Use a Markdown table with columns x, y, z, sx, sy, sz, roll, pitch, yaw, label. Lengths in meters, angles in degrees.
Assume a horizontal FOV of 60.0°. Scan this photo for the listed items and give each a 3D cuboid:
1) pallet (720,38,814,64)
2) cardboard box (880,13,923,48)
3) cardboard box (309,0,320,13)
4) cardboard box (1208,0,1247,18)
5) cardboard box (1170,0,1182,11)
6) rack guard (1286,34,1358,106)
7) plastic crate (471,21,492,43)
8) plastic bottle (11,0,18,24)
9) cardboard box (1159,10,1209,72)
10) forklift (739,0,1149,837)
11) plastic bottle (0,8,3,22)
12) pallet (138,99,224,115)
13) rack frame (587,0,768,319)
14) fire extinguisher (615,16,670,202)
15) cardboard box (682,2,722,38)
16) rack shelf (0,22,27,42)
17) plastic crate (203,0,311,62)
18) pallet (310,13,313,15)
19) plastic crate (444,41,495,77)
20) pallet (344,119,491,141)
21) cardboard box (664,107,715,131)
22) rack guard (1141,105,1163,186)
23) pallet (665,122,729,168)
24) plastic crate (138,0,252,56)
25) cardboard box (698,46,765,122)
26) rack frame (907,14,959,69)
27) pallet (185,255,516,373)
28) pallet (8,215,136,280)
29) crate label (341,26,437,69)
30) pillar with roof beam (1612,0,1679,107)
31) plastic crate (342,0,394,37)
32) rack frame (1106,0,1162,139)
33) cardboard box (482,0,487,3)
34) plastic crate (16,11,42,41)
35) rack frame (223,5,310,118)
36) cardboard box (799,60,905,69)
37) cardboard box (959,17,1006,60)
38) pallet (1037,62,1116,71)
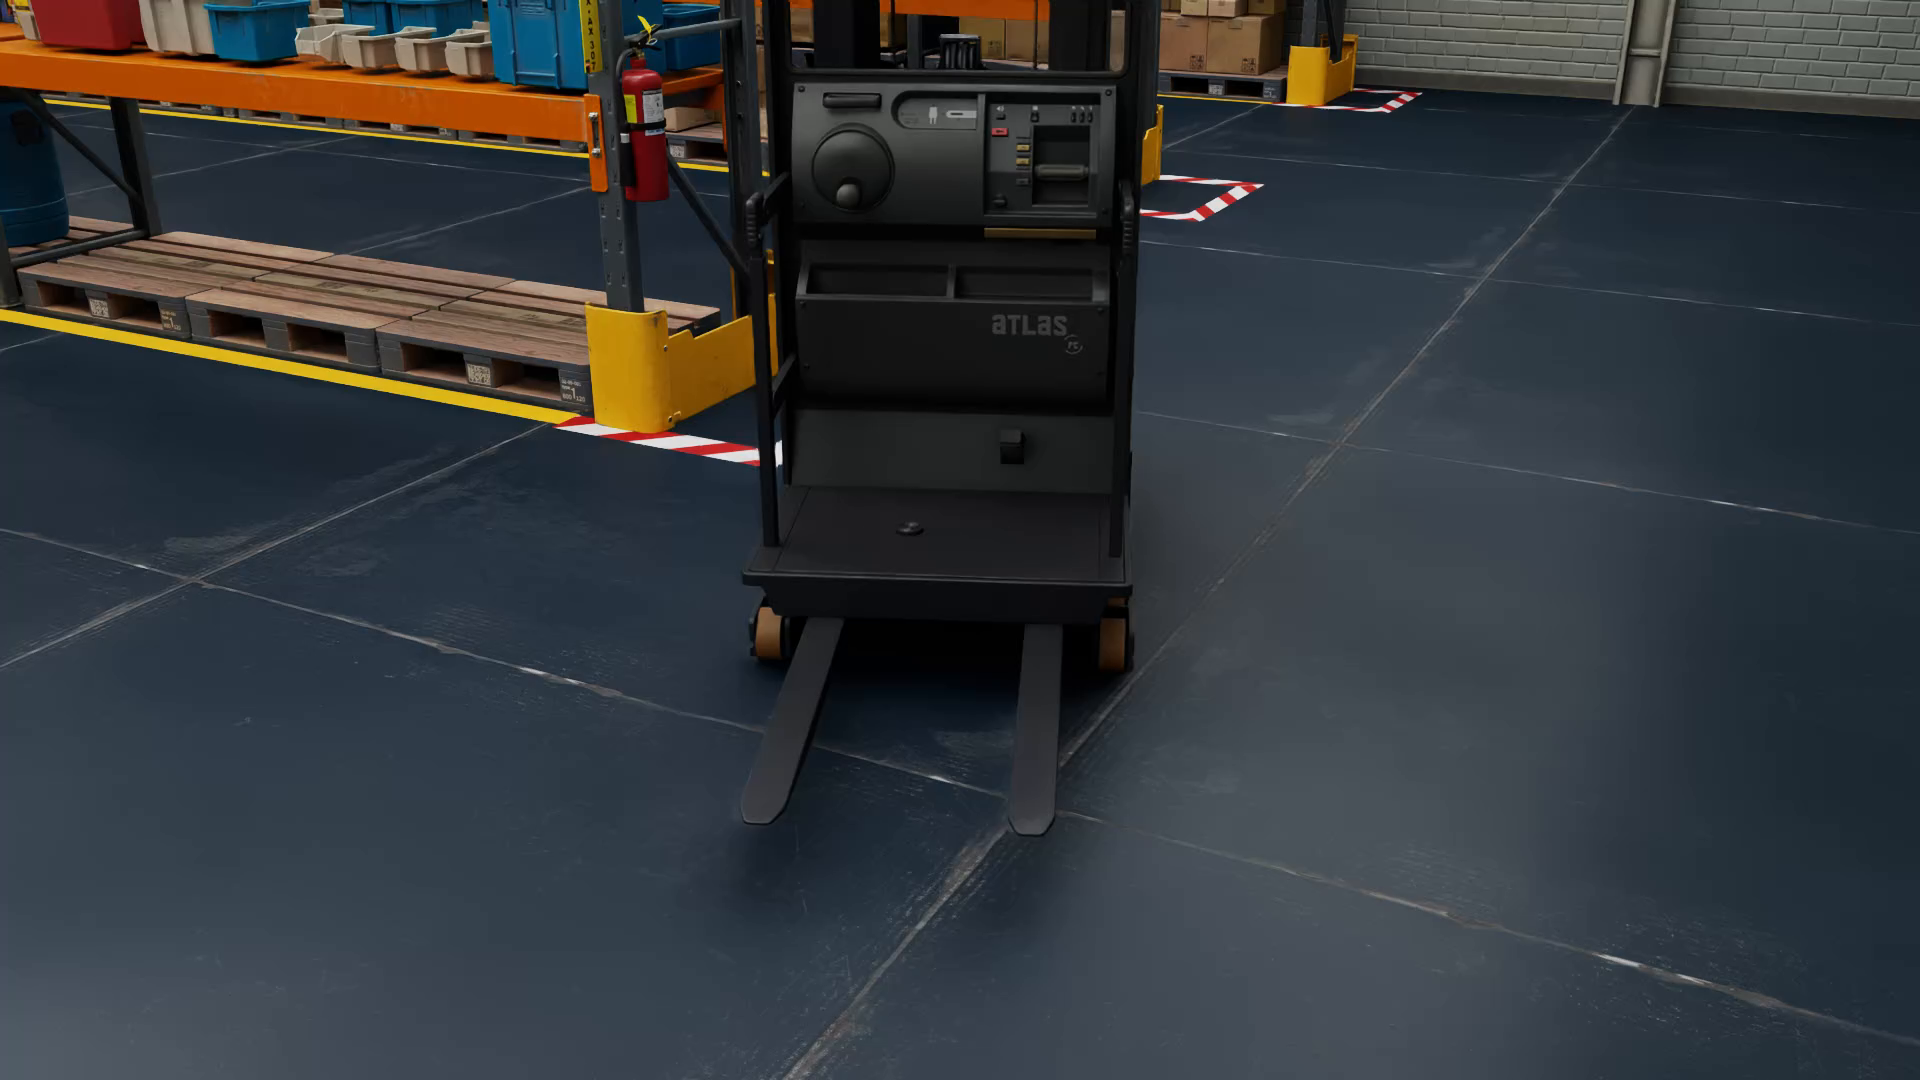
| x | y | z | sx | sy | sz | roll | pitch | yaw | label |
| --- | --- | --- | --- | --- | --- | --- | --- | --- | --- |
| -2.064 | -5.246 | 17.816 | 1.213 | 0.211 | 1.003 | 11 | 25 | 25 | pallet |
| -0.887 | -5.478 | 17.008 | 0.750 | 0.750 | 0.750 | 12 | 26 | 25 | cardboard box |
| -7.879 | -6.600 | 20.494 | 0.250 | 0.166 | 0.380 | 8 | 24 | 18 | cardboard box |
| 2.455 | -4.887 | 15.237 | 0.250 | 0.149 | 0.380 | 11 | 25 | 24 | cardboard box |
| 2.178 | -5.109 | 15.760 | 0.250 | 0.149 | 0.380 | 11 | 26 | 25 | cardboard box |
| 3.343 | -4.343 | 15.324 | 0.348 | 0.500 | 1.175 | 11 | 25 | 25 | rack guard |
| -2.075 | -2.308 | 7.605 | 0.298 | 0.136 | 0.250 | 11 | 25 | 25 | plastic crate |
| -5.083 | -2.904 | 9.000 | 0.097 | 0.201 | 0.097 | 0 | 23 | 0 | plastic bottle |
| 2.205 | -4.718 | 15.668 | 0.500 | 0.500 | 0.700 | 11 | 25 | 24 | cardboard box |
| -0.033 | -1.096 | 4.581 | 1.130 | 2.935 | 3.031 | 2 | 23 | 4 | forklift |
| -5.286 | -2.967 | 9.051 | 0.135 | 0.276 | 0.152 | 11 | 25 | 25 | plastic bottle |
| -6.767 | -4.056 | 15.017 | 1.213 | 0.211 | 1.003 | 11 | 25 | 25 | pallet |
| -1.149 | -2.038 | 6.709 | 0.127 | 3.000 | 1.000 | 11 | 25 | 25 | rack frame |
| -1.219 | -1.645 | 6.361 | 0.183 | 0.674 | 0.296 | 11 | 25 | 25 | fire extinguisher |
| -2.442 | -5.782 | 17.723 | 0.750 | 0.750 | 0.750 | 11 | 25 | 24 | cardboard box |
| -6.503 | -2.766 | 9.341 | 4.000 | 0.370 | 1.077 | 11 | 25 | 25 | rack shelf |
| -3.097 | -2.262 | 7.372 | 0.300 | 0.233 | 0.416 | 11 | 25 | 25 | plastic crate |
| -8.003 | -6.440 | 20.623 | 1.213 | 0.211 | 1.003 | 11 | 25 | 25 | pallet |
| -1.958 | -2.025 | 6.939 | 0.243 | 0.136 | 0.396 | 11 | 25 | 25 | plastic crate |
| -4.316 | -3.536 | 13.794 | 1.213 | 0.211 | 1.003 | 11 | 25 | 25 | pallet |
| -2.203 | -3.289 | 12.525 | 0.500 | 0.311 | 0.500 | 11 | 25 | 25 | cardboard box |
| 1.022 | -2.630 | 11.296 | 0.348 | 0.500 | 1.175 | 11 | 25 | 25 | rack guard |
| -1.868 | -3.069 | 12.696 | 1.213 | 0.211 | 1.003 | 11 | 25 | 25 | pallet |
| -3.439 | -2.383 | 7.596 | 0.530 | 0.282 | 0.437 | 11 | 25 | 25 | plastic crate |
| -1.844 | -3.524 | 12.836 | 0.500 | 0.500 | 0.500 | 11 | 25 | 25 | cardboard box |
| -0.248 | -6.204 | 16.506 | 0.127 | 3.000 | 1.000 | 11 | 25 | 25 | rack frame |
| -2.952 | -1.130 | 8.137 | 1.213 | 0.211 | 1.003 | 11 | 25 | 25 | pallet |
| -5.388 | -1.612 | 9.270 | 1.213 | 0.211 | 1.003 | 11 | 25 | 25 | pallet |
| -2.470 | -2.122 | 7.167 | 0.243 | 0.136 | 0.396 | 11 | 25 | 25 | crate label |
| 4.179 | -6.581 | 9.725 | 0.400 | 9.000 | 9.100 | 11 | 25 | 25 | pillar with roof beam |
| -2.663 | -2.433 | 7.774 | 0.300 | 0.233 | 0.416 | 11 | 25 | 25 | plastic crate |
| 1.090 | -3.767 | 10.776 | 0.127 | 3.000 | 1.000 | 11 | 25 | 25 | rack frame |
| -4.142 | -4.306 | 13.717 | 0.500 | 0.250 | 0.500 | 11 | 25 | 24 | cardboard box |
| -4.367 | -2.518 | 8.099 | 0.243 | 0.136 | 0.396 | 11 | 25 | 25 | plastic crate |
| -6.050 | -5.180 | 14.097 | 0.127 | 3.000 | 1.000 | 11 | 25 | 25 | rack frame |
| -0.801 | -3.197 | 12.063 | 0.637 | 0.503 | 0.797 | 11 | 25 | 25 | cardboard box |
| 0.373 | -5.079 | 16.518 | 0.500 | 0.500 | 0.700 | 12 | 26 | 25 | cardboard box |
| 1.488 | -4.544 | 16.166 | 1.213 | 0.211 | 1.003 | 11 | 25 | 25 | pallet |
